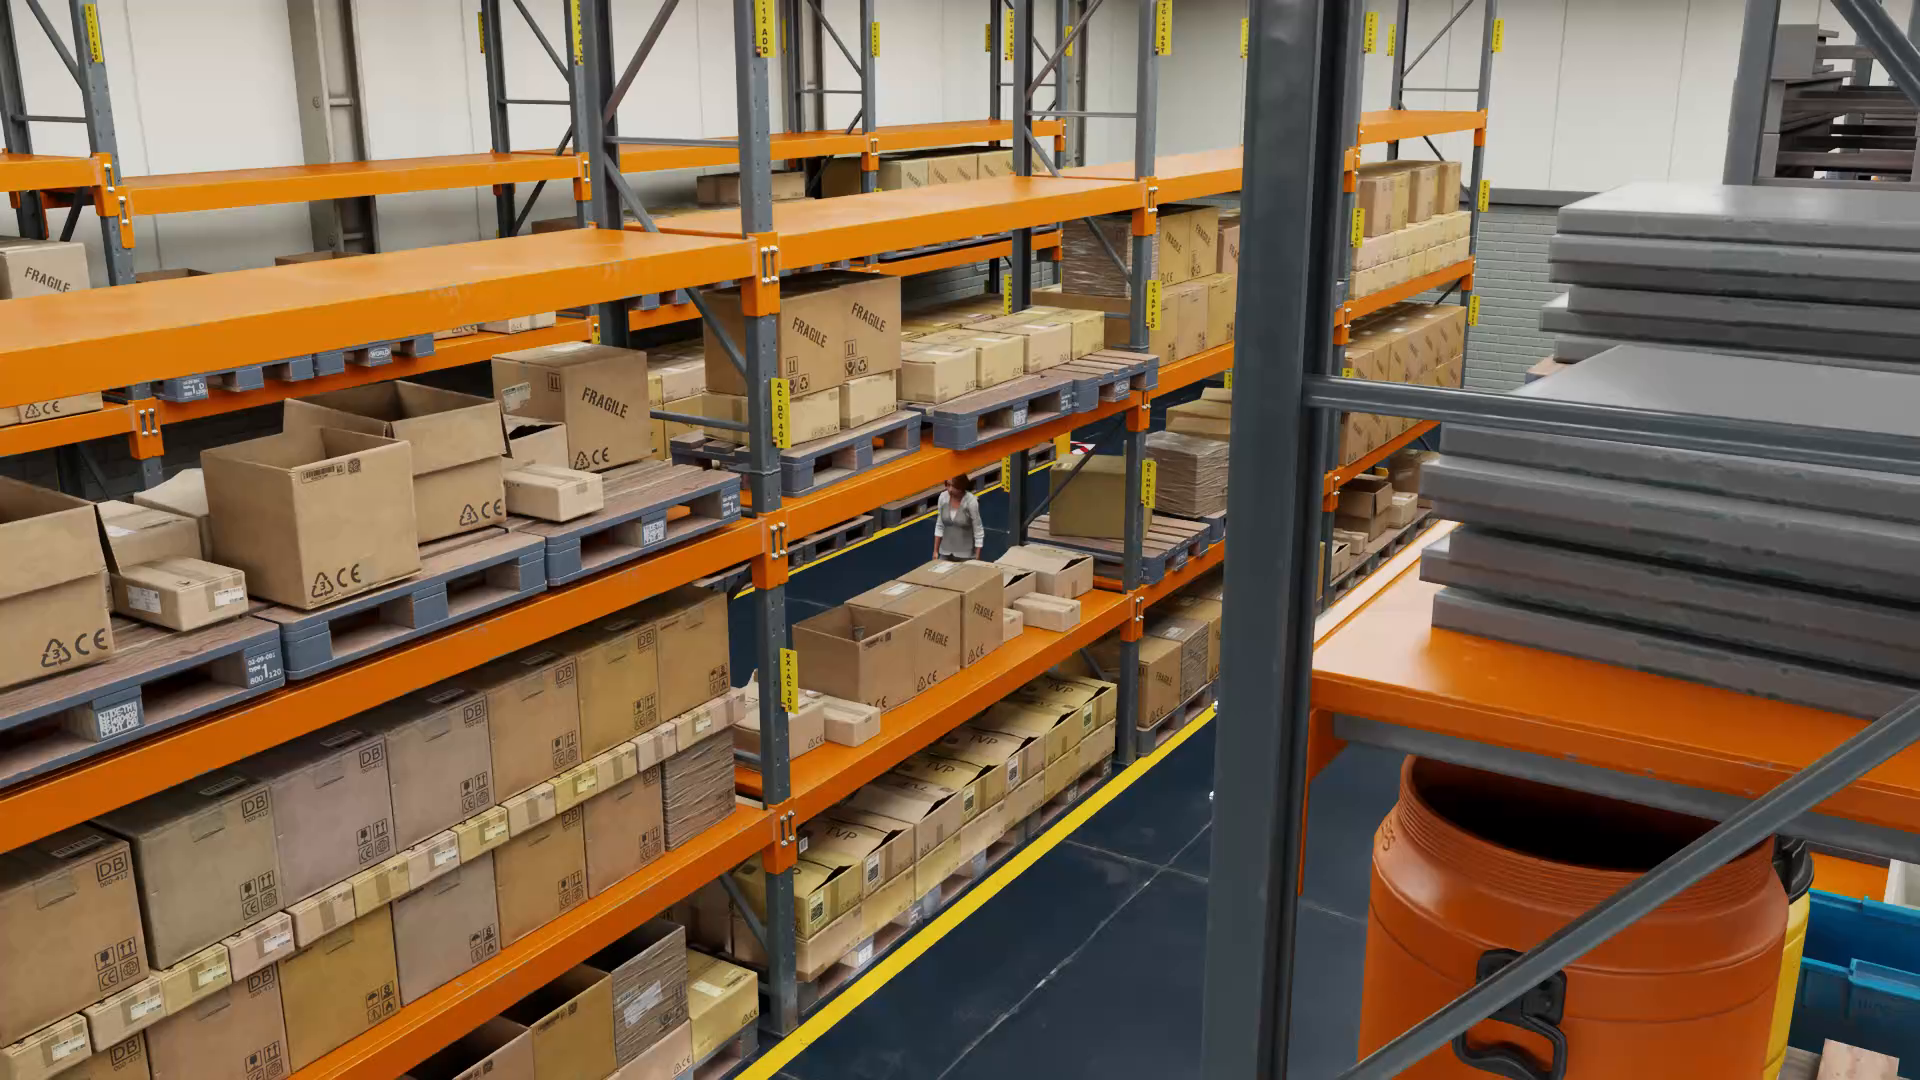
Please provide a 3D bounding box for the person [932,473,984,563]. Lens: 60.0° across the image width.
[{"bbox_3d":[-0.023,0.148,14.057,0.472,1.592,0.347,9,19,28],"label":"person"}]
